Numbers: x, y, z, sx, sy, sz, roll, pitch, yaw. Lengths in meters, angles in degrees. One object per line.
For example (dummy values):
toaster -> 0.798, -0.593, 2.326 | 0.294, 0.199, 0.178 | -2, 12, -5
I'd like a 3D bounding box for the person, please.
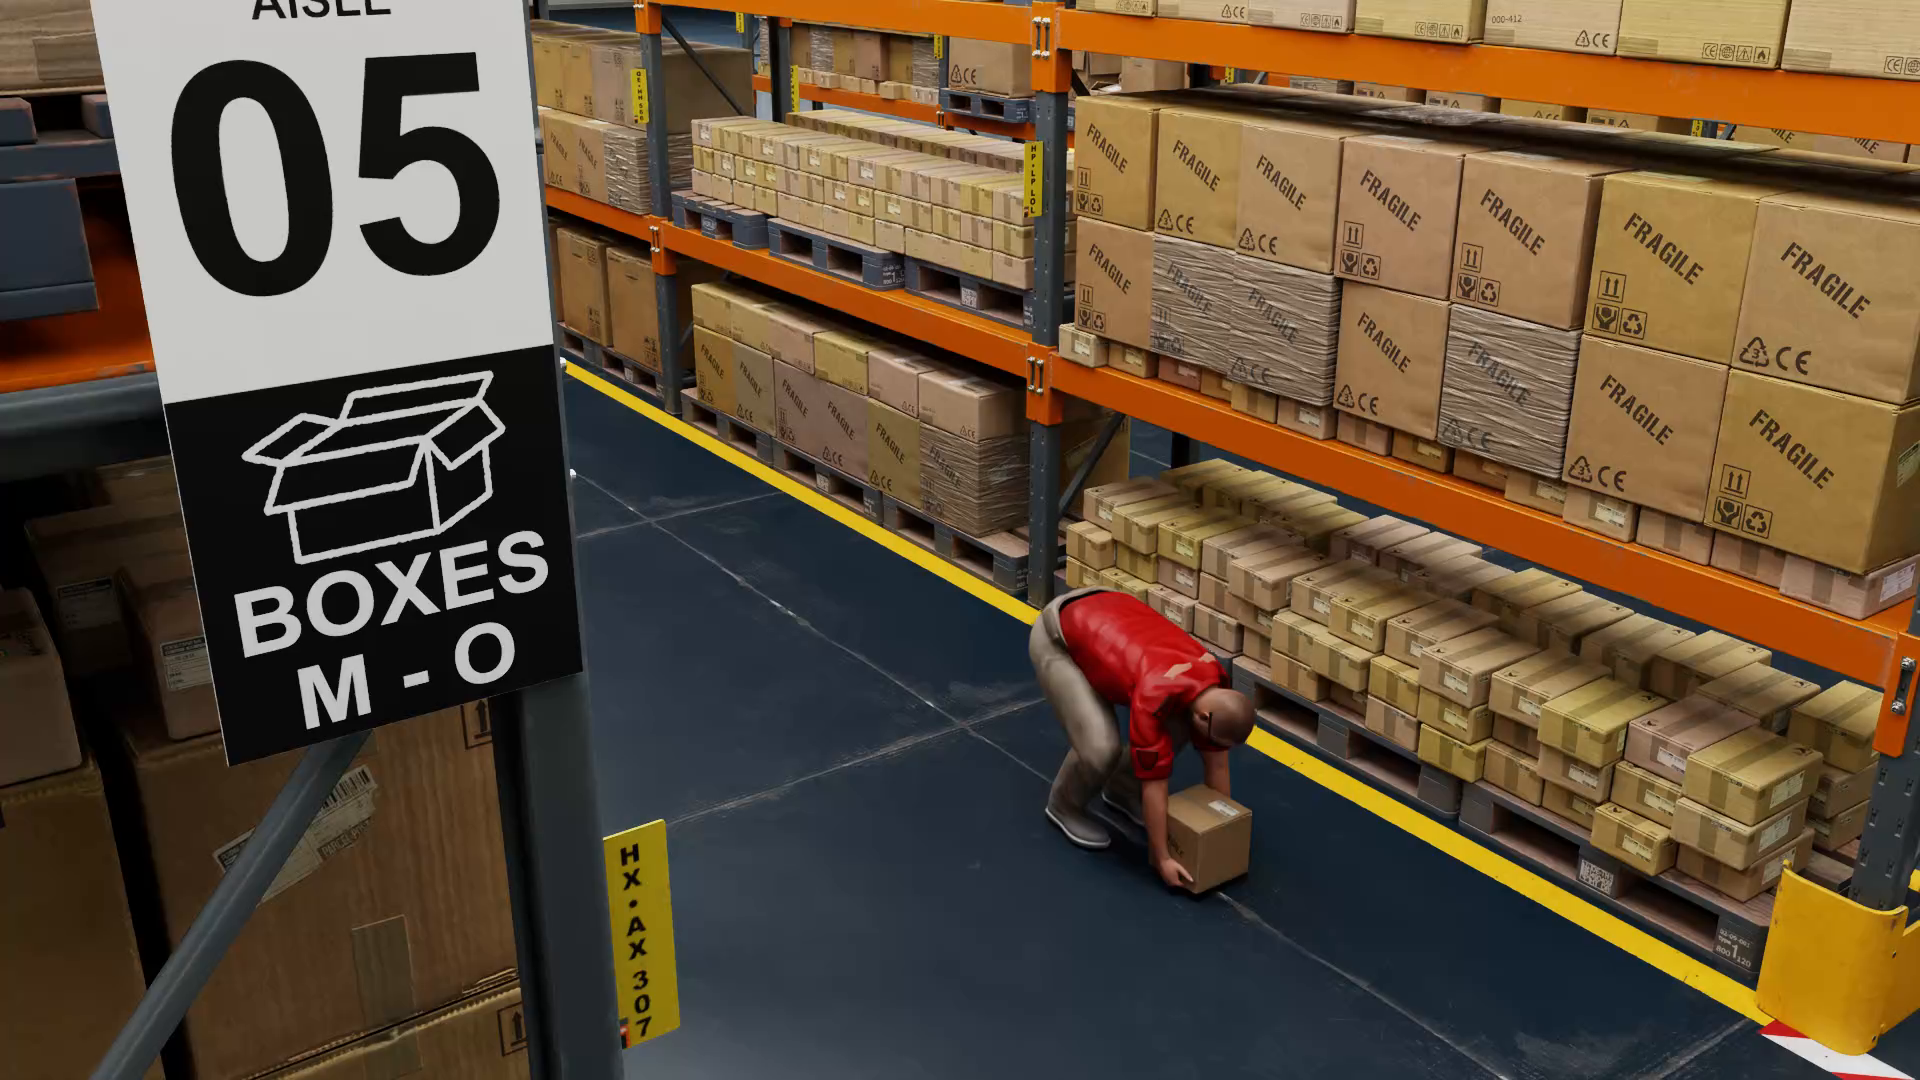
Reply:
person -> 0.655, 0.685, 5.977 | 0.526, 0.908, 0.956 | -16, 27, -36
